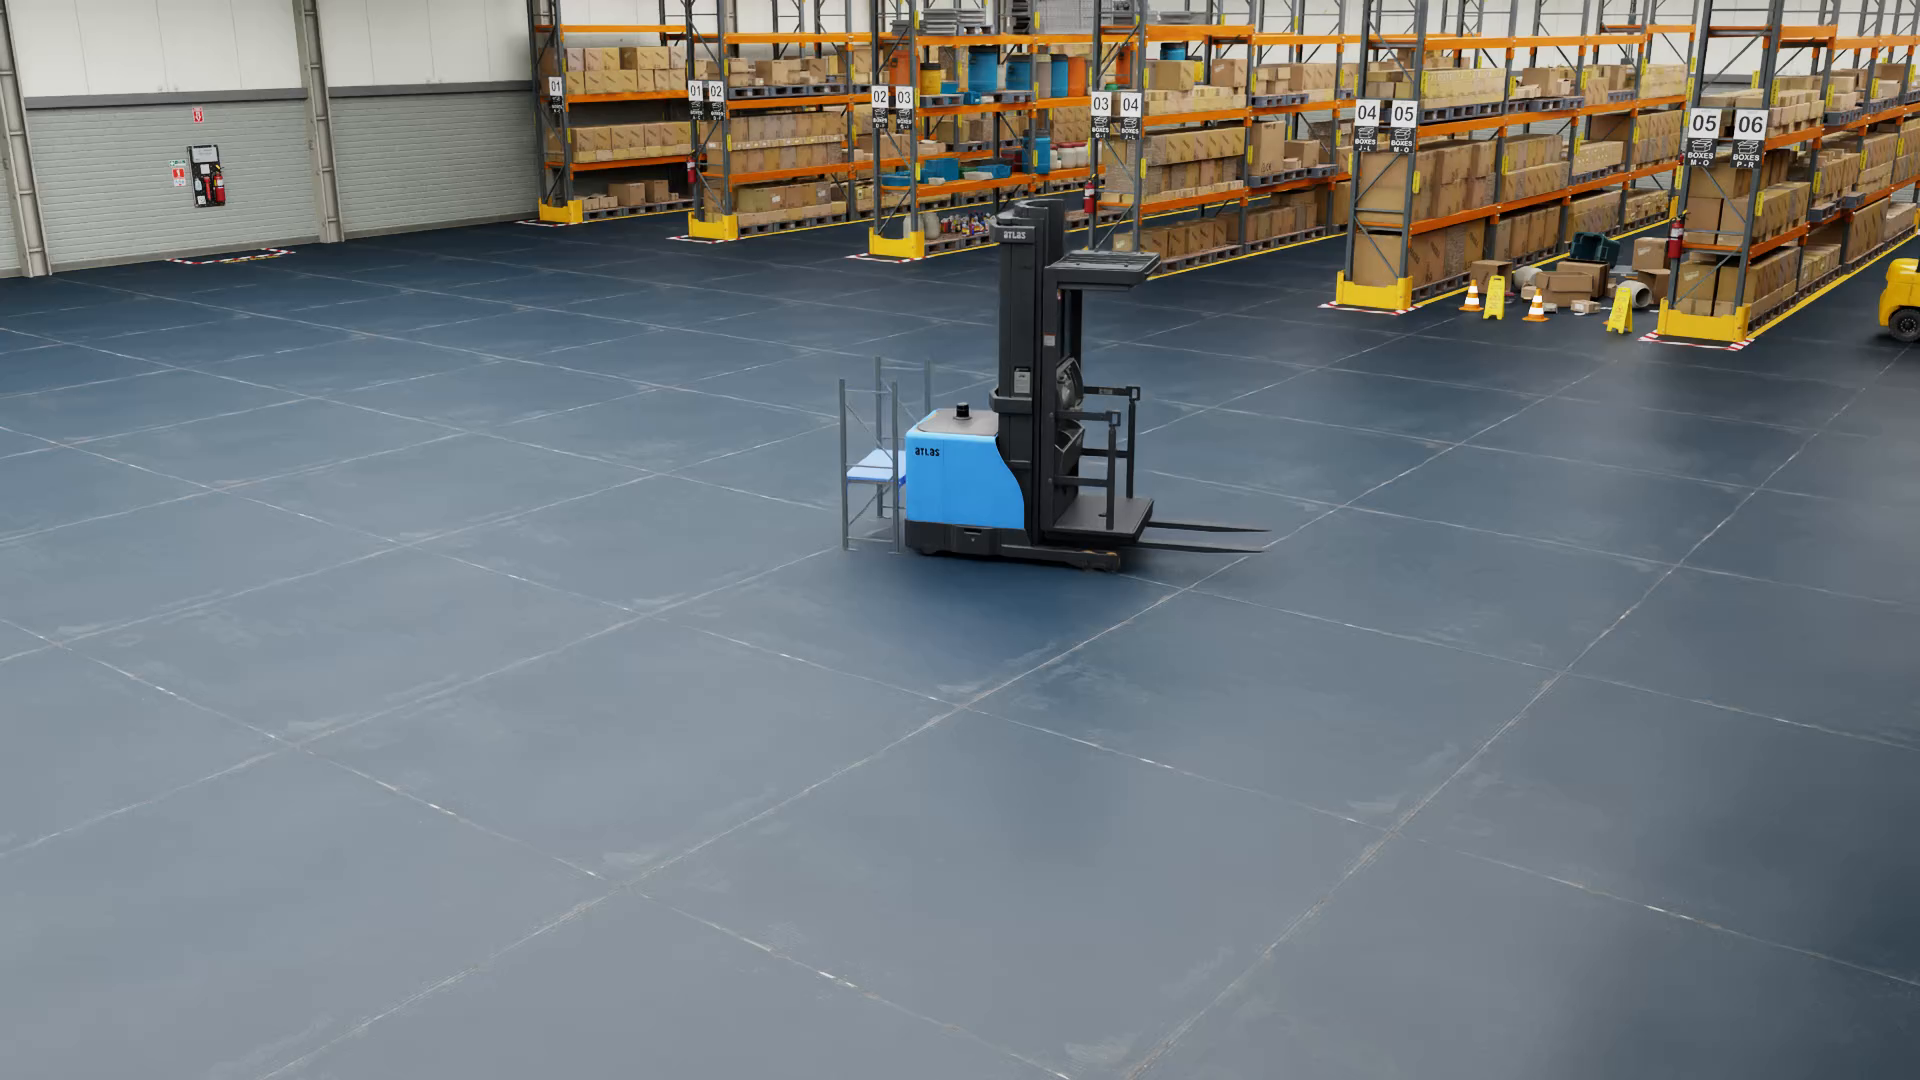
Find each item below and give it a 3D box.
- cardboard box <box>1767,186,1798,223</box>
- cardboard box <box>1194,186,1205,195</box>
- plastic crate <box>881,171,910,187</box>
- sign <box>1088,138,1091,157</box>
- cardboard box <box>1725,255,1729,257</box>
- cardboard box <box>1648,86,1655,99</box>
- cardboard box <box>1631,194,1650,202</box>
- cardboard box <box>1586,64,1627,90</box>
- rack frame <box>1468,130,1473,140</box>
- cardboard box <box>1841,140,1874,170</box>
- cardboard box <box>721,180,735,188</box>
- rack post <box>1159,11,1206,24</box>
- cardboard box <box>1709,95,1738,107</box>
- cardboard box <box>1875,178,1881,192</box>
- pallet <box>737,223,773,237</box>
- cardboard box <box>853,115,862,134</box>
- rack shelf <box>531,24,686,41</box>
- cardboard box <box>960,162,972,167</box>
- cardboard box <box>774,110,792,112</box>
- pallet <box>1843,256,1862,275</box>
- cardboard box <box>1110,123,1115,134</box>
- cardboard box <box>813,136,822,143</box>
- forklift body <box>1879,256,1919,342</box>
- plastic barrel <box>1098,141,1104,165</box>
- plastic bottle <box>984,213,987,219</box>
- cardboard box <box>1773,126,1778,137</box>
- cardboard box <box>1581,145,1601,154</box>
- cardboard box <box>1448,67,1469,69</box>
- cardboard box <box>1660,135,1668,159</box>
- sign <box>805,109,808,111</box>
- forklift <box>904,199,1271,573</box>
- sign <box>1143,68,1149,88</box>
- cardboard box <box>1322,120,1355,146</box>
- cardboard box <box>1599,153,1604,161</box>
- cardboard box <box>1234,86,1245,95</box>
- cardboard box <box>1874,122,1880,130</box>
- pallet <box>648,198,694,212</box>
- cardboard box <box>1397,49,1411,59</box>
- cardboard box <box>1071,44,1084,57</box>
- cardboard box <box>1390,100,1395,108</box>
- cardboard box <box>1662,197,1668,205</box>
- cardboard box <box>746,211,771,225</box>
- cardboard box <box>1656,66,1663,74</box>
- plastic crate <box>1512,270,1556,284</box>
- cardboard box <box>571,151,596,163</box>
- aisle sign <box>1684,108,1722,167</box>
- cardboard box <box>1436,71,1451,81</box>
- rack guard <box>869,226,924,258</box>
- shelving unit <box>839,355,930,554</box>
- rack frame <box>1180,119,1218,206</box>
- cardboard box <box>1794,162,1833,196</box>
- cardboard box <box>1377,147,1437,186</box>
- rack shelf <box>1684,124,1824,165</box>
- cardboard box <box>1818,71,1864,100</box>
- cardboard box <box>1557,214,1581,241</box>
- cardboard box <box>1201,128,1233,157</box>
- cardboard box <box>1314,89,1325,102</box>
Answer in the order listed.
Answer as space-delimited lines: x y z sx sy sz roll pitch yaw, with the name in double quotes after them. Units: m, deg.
12.403 -5.110 25.323 0.500 0.500 0.500 13 22 36 "cardboard box"
4.318 -6.491 30.865 0.380 0.149 0.250 12 21 35 "cardboard box"
-1.187 -7.093 32.629 0.499 0.251 0.616 12 21 35 "plastic crate"
2.299 -6.923 29.347 0.100 0.325 0.005 12 21 35 "sign"
11.435 -4.379 25.208 0.380 0.149 0.250 14 22 37 "cardboard box"
14.585 -9.620 35.710 0.500 0.250 0.500 12 21 34 "cardboard box"
15.262 -7.678 37.358 0.380 0.149 0.250 12 21 33 "cardboard box"
13.492 -9.684 34.788 0.700 0.500 0.500 12 21 35 "cardboard box"
12.266 -9.927 41.506 1.000 3.000 0.127 12 21 35 "rack frame"
16.236 -6.990 30.193 0.500 0.500 0.500 13 21 35 "cardboard box"
-6.126 -9.022 42.063 0.700 0.500 0.500 12 21 34 "cardboard box"
5.378 -12.484 39.750 0.937 0.300 0.954 12 21 34 "rack post"
10.840 -6.246 23.673 0.380 0.149 0.250 13 21 36 "cardboard box"
17.156 -6.763 31.568 0.500 0.250 0.500 12 21 33 "cardboard box"
-4.799 -6.726 35.898 1.003 0.211 1.213 12 21 35 "pallet"
-3.020 -11.284 45.171 0.500 0.500 0.500 13 22 36 "cardboard box"
-8.010 -11.739 38.442 1.077 0.370 4.000 12 21 35 "rack shelf"
-0.056 -9.426 42.101 0.500 0.250 0.500 13 22 37 "cardboard box"
-4.616 -11.128 43.368 0.380 0.149 0.250 9 20 28 "cardboard box"
15.988 -5.114 30.707 1.003 0.211 1.213 12 21 35 "pallet"
3.958 -11.448 46.233 0.500 0.500 0.500 13 21 35 "cardboard box"
-3.286 -8.891 36.908 0.380 0.149 0.250 12 21 35 "cardboard box"
14.345 -3.858 23.392 2.313 2.155 1.214 12 21 35 "forklift body"
3.080 -8.668 37.262 0.421 0.512 0.421 0 17 0 "plastic barrel"
0.511 -6.758 35.140 0.061 0.283 0.133 12 21 35 "plastic bottle"
11.420 -5.835 23.694 0.380 0.149 0.250 13 22 36 "cardboard box"
12.787 -7.934 33.800 0.380 0.149 0.250 12 21 34 "cardboard box"
8.549 -8.084 28.714 0.380 0.149 0.250 13 21 35 "cardboard box"
15.523 -8.820 37.270 0.500 0.500 0.500 13 21 35 "cardboard box"
-3.994 -11.069 43.365 0.100 0.325 0.005 12 21 35 "sign"
1.102 -1.305 13.856 3.031 2.935 1.130 5 18 14 "forklift"
3.168 -7.871 28.351 0.100 0.325 0.005 12 21 35 "sign"
8.338 -8.875 36.257 0.797 0.503 0.637 13 21 36 "cardboard box"
12.945 -7.852 34.039 0.380 0.149 0.250 13 21 35 "cardboard box"
5.154 -8.492 31.407 0.380 0.149 0.250 13 22 36 "cardboard box"
18.170 -8.289 33.283 0.380 0.149 0.250 12 21 35 "cardboard box"
-7.190 -8.197 40.637 1.003 0.211 1.213 12 21 35 "pallet"
10.448 -11.284 38.508 0.500 0.250 0.500 11 20 31 "cardboard box"
2.893 -13.021 44.555 0.700 0.500 0.500 12 21 35 "cardboard box"
6.732 -6.976 26.491 0.380 0.149 0.250 13 21 35 "cardboard box"
16.104 -7.832 38.356 0.380 0.149 0.250 12 21 33 "cardboard box"
-4.428 -6.964 35.890 0.500 0.250 0.500 12 21 35 "cardboard box"
14.995 -10.195 36.049 0.380 0.149 0.250 14 22 37 "cardboard box"
9.988 -4.580 28.932 0.662 0.188 0.450 -7 9 -22 "plastic crate"
-8.656 -8.740 37.903 0.500 0.250 0.500 12 21 33 "cardboard box"
10.421 -5.643 23.327 0.394 0.787 0.004 12 21 35 "aisle sign"
7.564 -7.362 26.388 0.380 0.149 0.250 13 21 35 "cardboard box"
-1.238 -5.824 32.509 1.175 0.500 0.348 12 21 35 "rack guard"
-0.637 -0.762 14.521 0.538 1.500 1.048 4 18 14 "shelving unit"
5.905 -9.850 41.257 1.000 3.000 0.127 12 21 35 "rack frame"
13.882 -5.889 27.123 0.500 0.500 0.500 12 21 35 "cardboard box"
7.161 -6.032 26.889 0.875 0.550 0.550 12 21 35 "cardboard box"
11.883 -5.931 24.791 1.077 0.370 4.000 12 21 35 "rack shelf"
15.895 -8.221 30.077 0.700 0.500 0.500 11 20 32 "cardboard box"
12.049 -6.252 33.176 0.500 0.500 0.500 11 21 32 "cardboard box"
4.772 -7.461 31.209 0.500 0.500 0.500 12 21 35 "cardboard box"
7.128 -9.106 34.055 0.500 0.250 0.500 12 21 34 "cardboard box"
